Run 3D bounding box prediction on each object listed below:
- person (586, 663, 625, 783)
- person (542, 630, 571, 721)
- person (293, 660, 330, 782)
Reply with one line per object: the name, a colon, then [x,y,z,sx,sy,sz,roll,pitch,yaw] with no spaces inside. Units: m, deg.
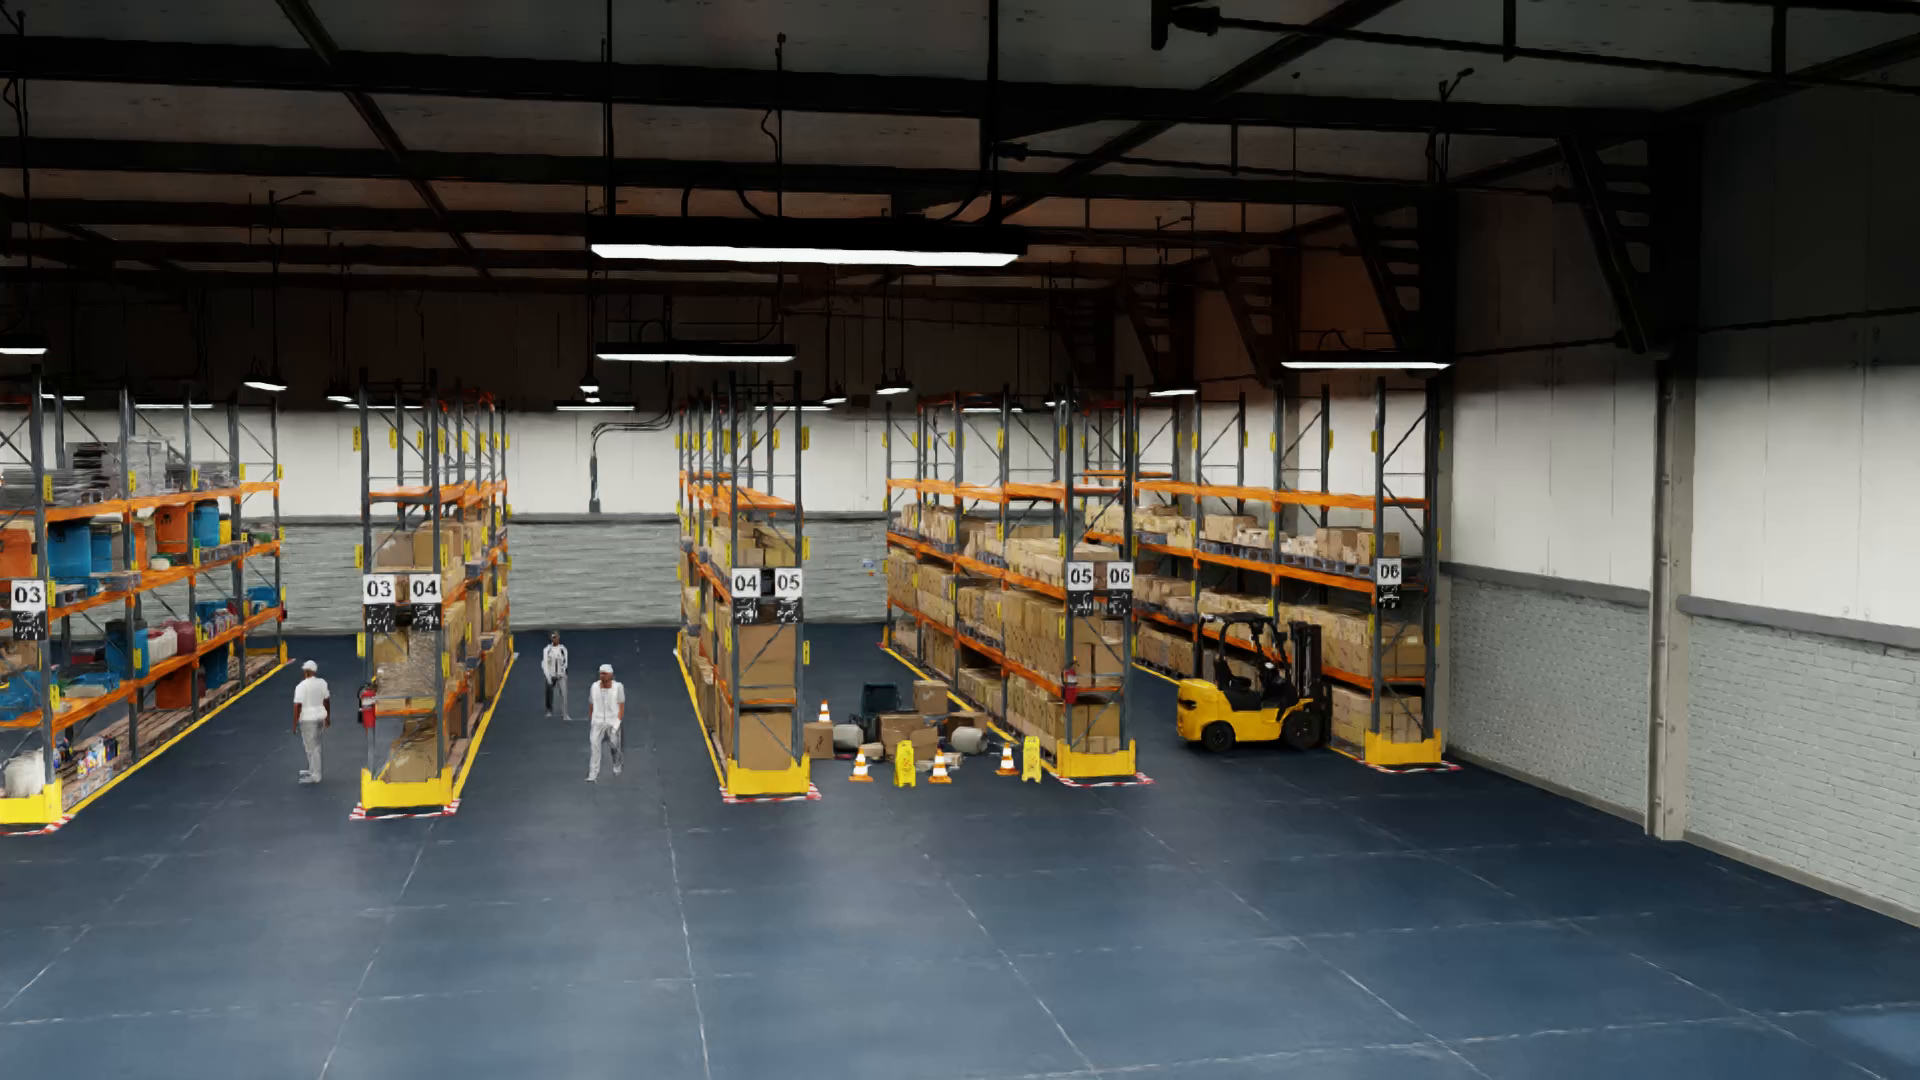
person: [-5.200,2.671,24.481,0.554,1.722,1.036,0,3,-3]
person: [-7.239,2.406,29.742,0.483,1.616,0.995,-1,4,-21]
person: [-9.583,2.645,24.512,0.580,1.763,0.673,1,4,20]
